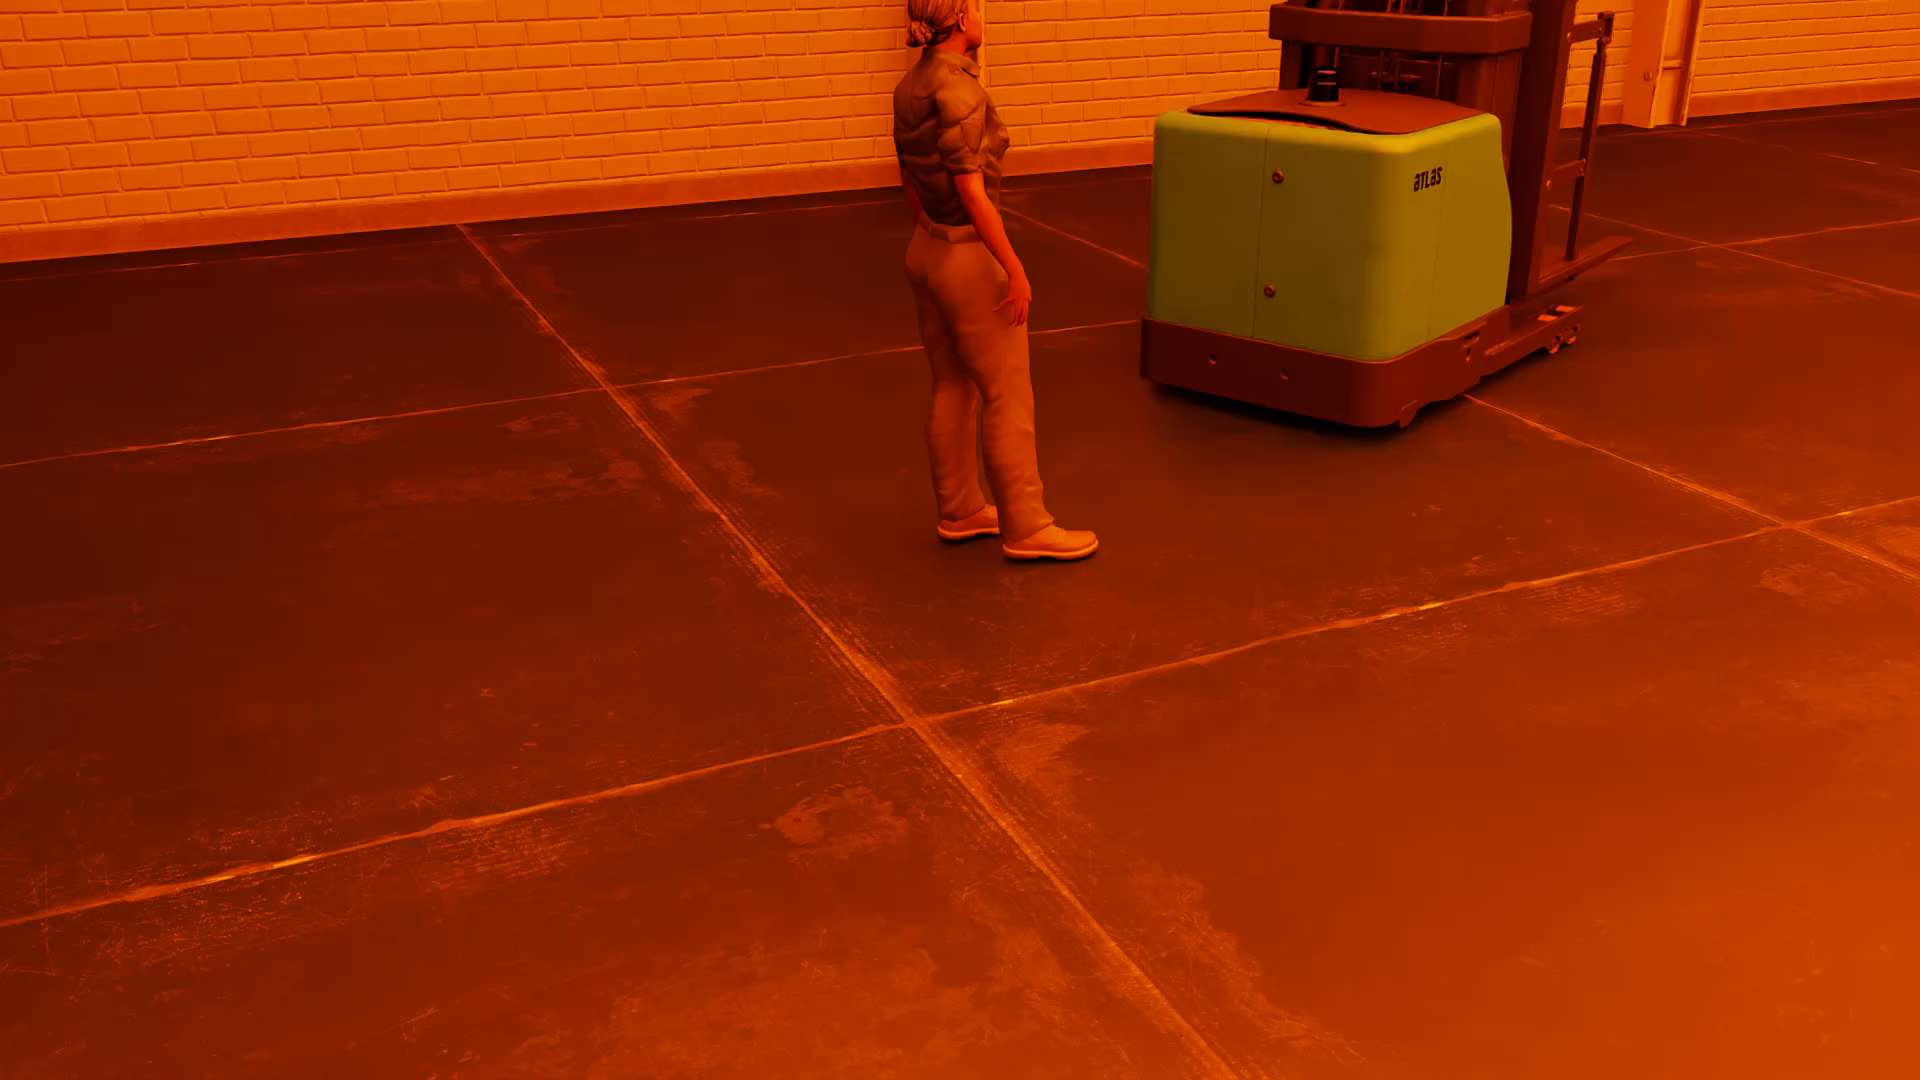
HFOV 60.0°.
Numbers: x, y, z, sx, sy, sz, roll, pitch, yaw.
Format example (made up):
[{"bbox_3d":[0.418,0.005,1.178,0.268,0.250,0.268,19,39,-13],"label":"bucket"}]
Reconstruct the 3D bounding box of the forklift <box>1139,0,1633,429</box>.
[{"bbox_3d":[2.026,-2.242,6.683,1.130,2.935,3.031,18,28,36],"label":"forklift"}]

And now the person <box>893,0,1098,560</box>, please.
[{"bbox_3d":[0.088,-0.778,4.804,0.504,1.654,0.570,-10,25,-23],"label":"person"}]
